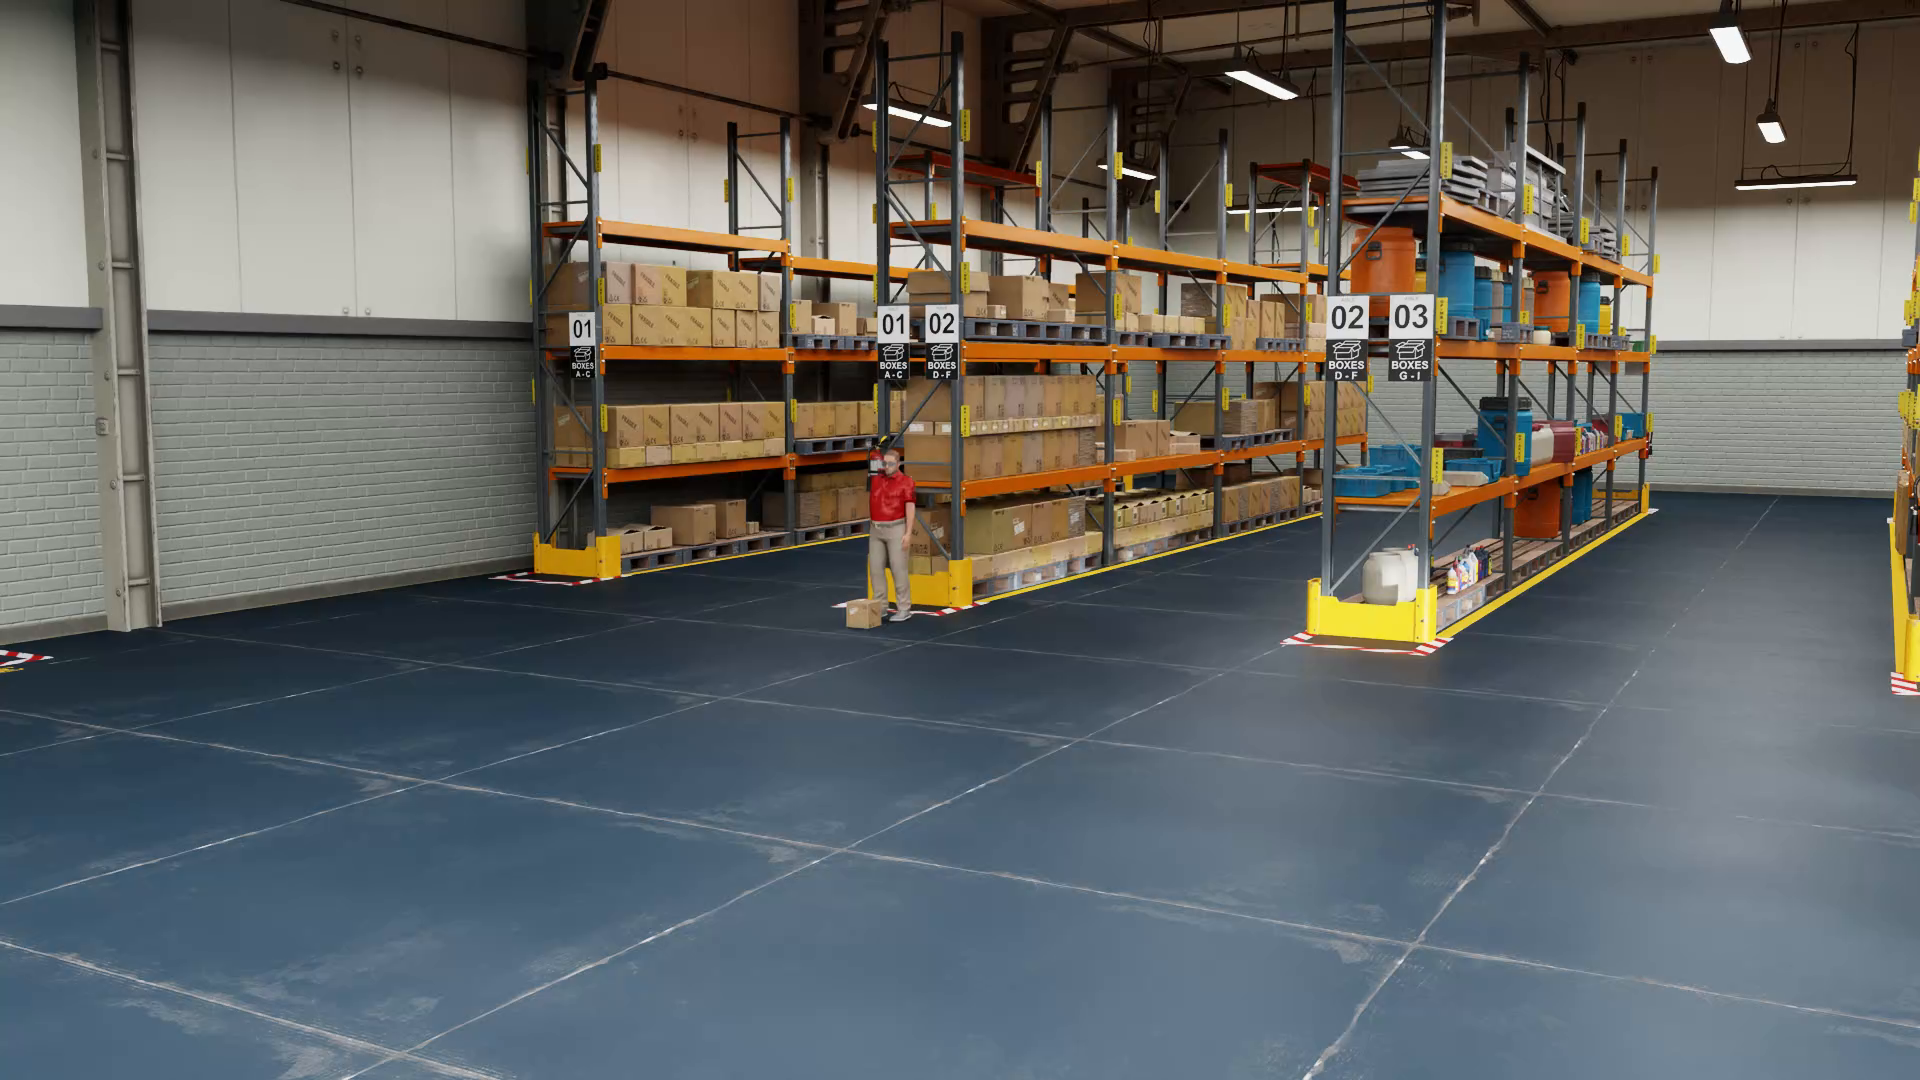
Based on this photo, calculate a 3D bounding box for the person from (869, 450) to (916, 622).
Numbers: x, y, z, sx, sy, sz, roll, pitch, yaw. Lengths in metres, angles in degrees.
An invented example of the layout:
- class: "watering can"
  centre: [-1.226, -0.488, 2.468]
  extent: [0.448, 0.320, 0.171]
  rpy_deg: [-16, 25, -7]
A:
- class: "person"
  centre: [-0.702, -0.047, 16.724]
  extent: [0.529, 1.721, 0.359]
  rpy_deg: [3, 7, 30]
